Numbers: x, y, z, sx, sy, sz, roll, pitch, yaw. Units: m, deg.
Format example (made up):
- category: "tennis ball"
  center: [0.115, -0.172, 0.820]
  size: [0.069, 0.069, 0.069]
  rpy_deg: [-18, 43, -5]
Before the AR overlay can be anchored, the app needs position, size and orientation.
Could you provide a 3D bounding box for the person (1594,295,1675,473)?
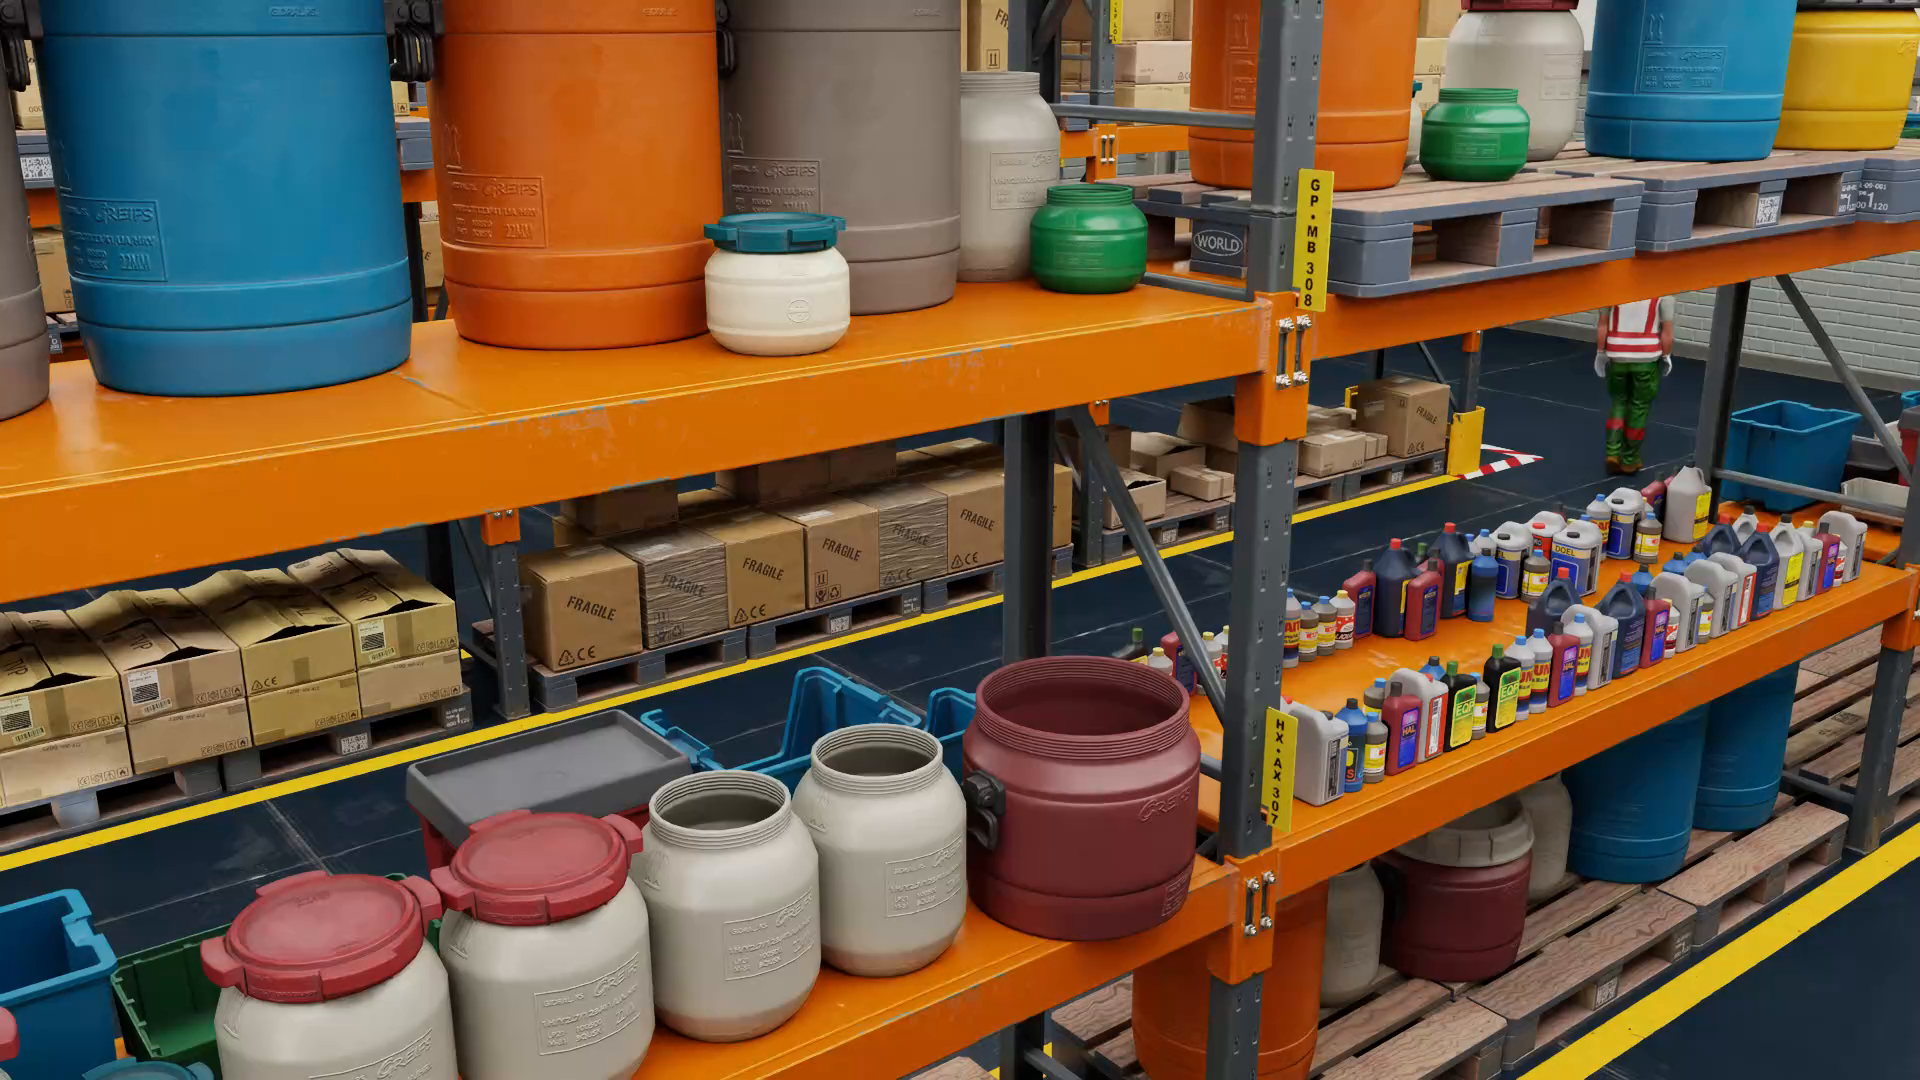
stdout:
- category: "person"
  center: [5.224, -1.384, 12.912]
  size: [0.550, 1.853, 0.417]
  rpy_deg: [12, 21, 34]
